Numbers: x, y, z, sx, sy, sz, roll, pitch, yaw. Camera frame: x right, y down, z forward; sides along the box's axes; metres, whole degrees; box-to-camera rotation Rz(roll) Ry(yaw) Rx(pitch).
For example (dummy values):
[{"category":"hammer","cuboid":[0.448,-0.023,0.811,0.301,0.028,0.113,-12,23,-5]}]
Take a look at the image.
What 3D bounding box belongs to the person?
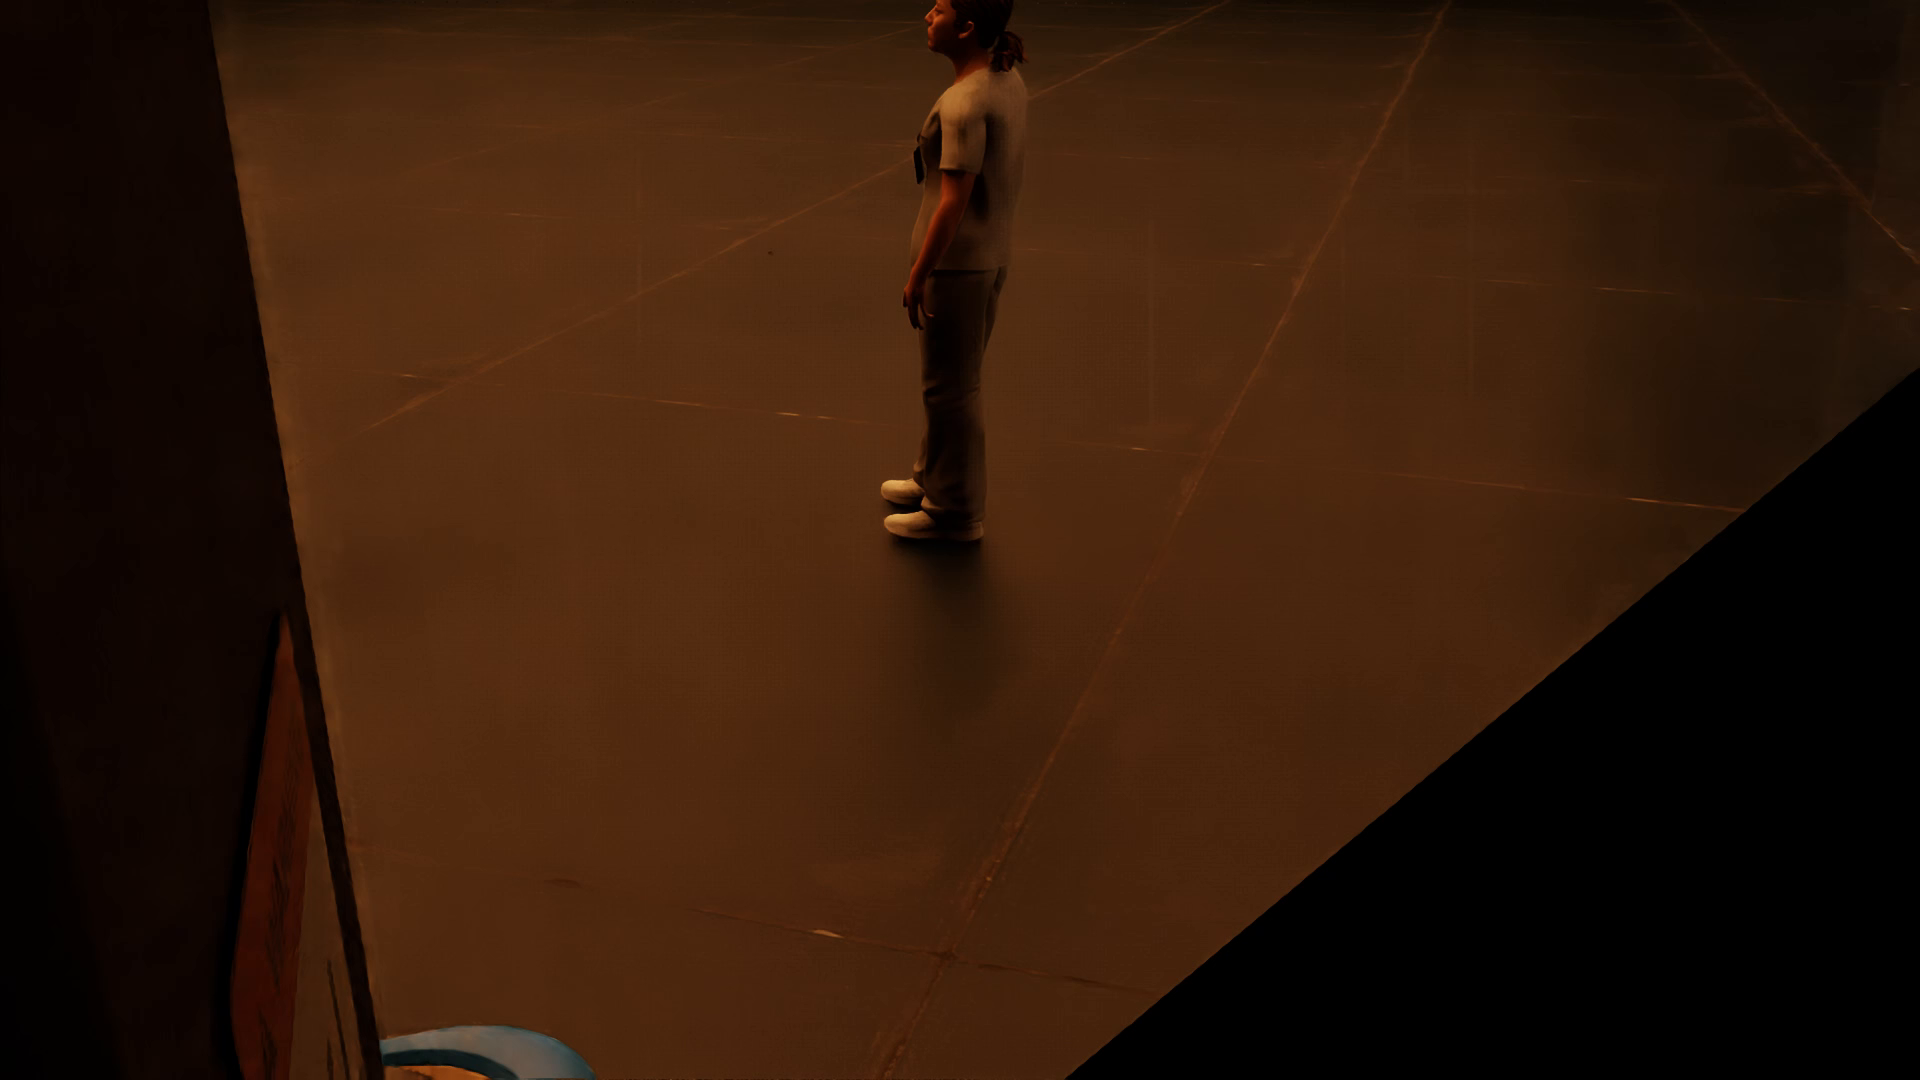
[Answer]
[{"category":"person","cuboid":[-0.067,-0.795,4.831,0.548,1.673,0.549,7,23,16]}]
